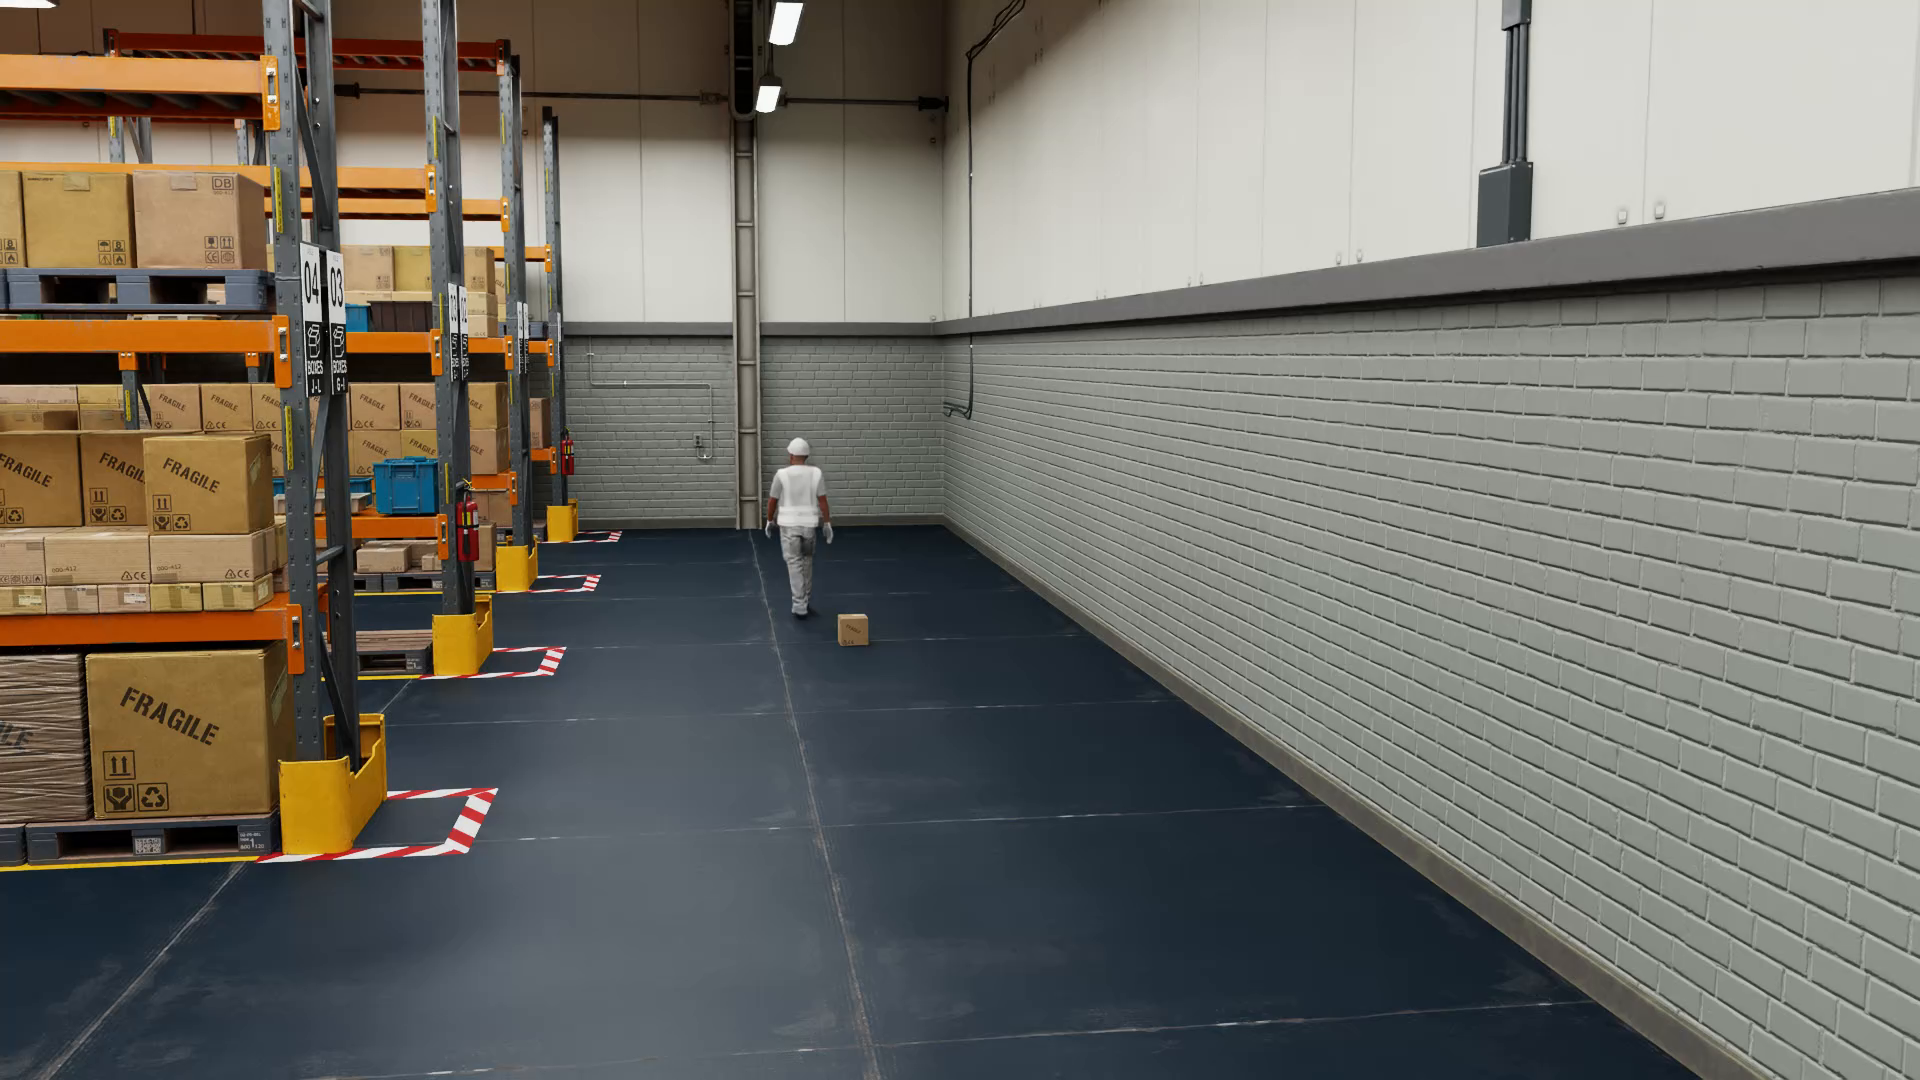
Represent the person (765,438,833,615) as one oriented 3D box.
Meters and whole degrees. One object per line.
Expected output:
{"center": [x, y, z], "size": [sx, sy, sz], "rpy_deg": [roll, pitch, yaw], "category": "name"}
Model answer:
{"center": [-1.657, -0.142, 16.843], "size": [0.608, 1.787, 0.853], "rpy_deg": [-3, 7, -24], "category": "person"}
